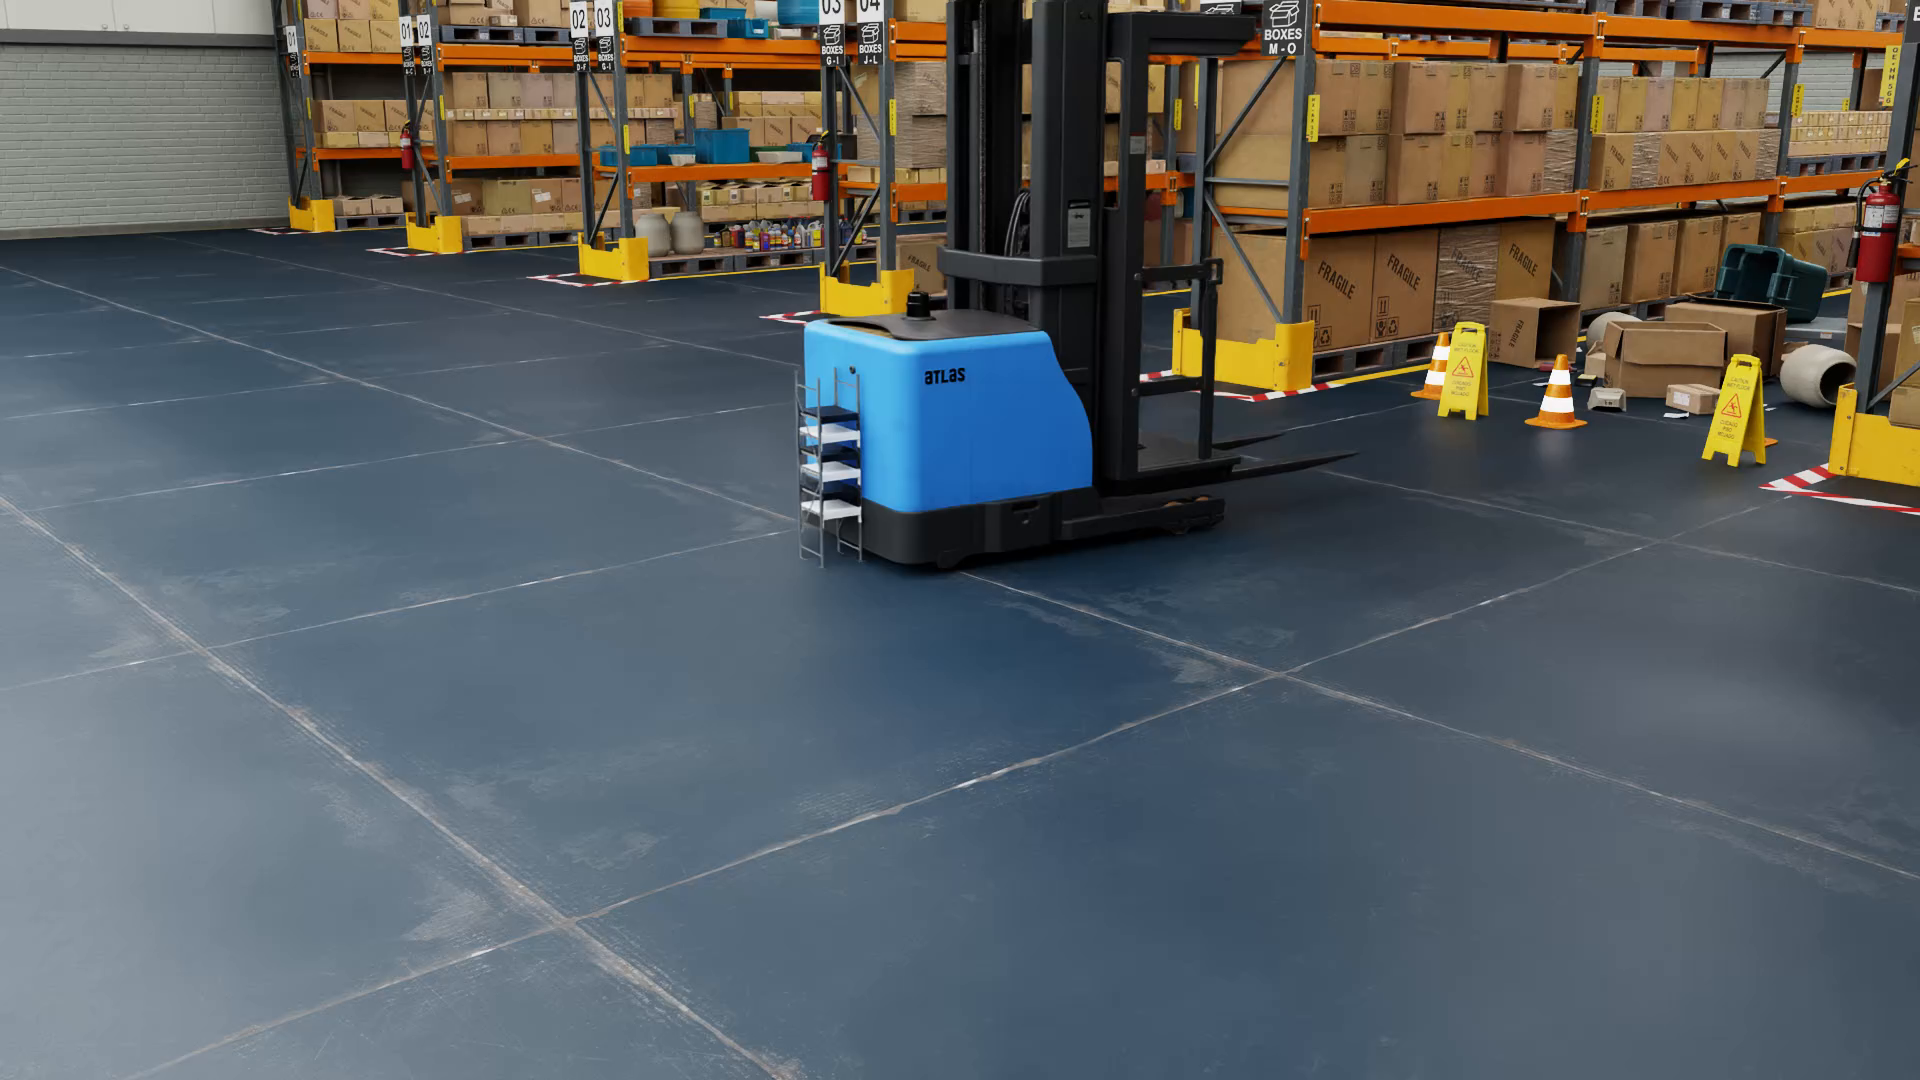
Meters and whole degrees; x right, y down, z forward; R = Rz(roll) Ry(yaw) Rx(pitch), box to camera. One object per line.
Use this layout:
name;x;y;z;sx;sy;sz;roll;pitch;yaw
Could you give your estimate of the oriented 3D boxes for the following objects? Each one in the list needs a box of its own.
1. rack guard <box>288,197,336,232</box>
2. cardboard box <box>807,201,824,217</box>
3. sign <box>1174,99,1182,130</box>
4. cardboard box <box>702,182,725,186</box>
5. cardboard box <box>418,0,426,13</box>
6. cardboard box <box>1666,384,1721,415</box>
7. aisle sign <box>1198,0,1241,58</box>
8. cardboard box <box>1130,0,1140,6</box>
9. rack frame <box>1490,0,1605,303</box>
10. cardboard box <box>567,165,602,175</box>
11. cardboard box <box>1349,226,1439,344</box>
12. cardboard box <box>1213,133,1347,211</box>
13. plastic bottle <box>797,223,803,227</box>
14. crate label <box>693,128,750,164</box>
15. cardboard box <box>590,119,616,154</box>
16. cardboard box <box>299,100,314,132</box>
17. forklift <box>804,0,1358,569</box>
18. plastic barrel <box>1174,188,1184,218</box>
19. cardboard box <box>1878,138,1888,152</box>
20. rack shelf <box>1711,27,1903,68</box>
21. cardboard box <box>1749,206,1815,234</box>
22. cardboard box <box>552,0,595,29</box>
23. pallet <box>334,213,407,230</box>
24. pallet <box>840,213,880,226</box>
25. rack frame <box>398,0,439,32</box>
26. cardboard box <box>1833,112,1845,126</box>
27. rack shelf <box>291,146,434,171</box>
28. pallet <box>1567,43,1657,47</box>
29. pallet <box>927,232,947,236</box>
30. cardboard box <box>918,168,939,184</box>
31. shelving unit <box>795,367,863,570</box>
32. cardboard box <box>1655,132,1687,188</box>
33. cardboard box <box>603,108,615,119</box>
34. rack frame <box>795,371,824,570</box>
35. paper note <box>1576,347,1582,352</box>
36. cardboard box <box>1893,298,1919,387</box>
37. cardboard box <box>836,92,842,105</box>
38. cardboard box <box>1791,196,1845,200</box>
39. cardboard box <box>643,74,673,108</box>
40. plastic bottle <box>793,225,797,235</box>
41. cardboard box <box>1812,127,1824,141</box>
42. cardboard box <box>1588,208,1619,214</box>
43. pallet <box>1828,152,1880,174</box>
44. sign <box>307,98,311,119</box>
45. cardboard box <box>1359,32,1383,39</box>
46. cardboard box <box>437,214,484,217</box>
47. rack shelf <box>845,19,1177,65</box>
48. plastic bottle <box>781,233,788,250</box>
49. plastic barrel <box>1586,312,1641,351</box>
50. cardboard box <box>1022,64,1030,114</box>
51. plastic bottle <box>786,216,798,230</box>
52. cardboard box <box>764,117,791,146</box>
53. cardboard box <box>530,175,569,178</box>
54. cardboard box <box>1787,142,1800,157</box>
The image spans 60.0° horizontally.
rack guard;-10.690;-5.376;27.408;0.348;0.500;1.175;-13;19;-39
cardboard box;-2.462;-5.528;27.646;0.500;0.250;0.500;-12;19;-38
sign;2.387;-4.670;18.242;0.005;0.325;0.100;-13;19;-39
cardboard box;-3.969;-5.644;26.995;0.500;0.311;0.500;-12;19;-38
cardboard box;-8.723;-8.916;27.833;0.500;0.500;0.500;-14;20;-41
cardboard box;5.175;-0.987;11.655;0.250;0.149;0.380;-3;15;-11
aisle sign;1.937;-3.998;12.366;0.004;0.787;0.394;-13;19;-39
cardboard box;1.708;-5.786;17.805;0.250;0.149;0.380;-12;19;-39
rack frame;5.205;-3.373;15.065;0.127;3.000;1.000;-13;19;-39
cardboard box;-6.855;-6.819;30.504;0.500;0.250;0.500;-13;20;-41
cardboard box;3.318;-2.149;13.786;0.875;0.875;0.875;-13;20;-40
cardboard box;2.438;-2.839;12.777;0.550;0.550;0.875;-13;19;-39
plastic bottle;-2.138;-4.110;22.260;0.097;0.271;0.097;0;15;0
crate label;-3.033;-5.024;21.177;0.616;0.435;0.502;-13;19;-39
cardboard box;-5.580;-6.082;25.013;0.500;0.500;0.700;-12;19;-39
cardboard box;-10.531;-6.992;27.411;0.500;0.500;0.500;-13;20;-40
forklift;0.747;-1.548;8.367;3.031;2.935;1.130;-9;18;-31
plastic barrel;3.369;-5.389;26.620;0.421;0.512;0.421;0;15;0
cardboard box;10.496;-4.576;19.240;0.250;0.149;0.380;-14;20;-42
rack shelf;9.731;-5.491;18.576;4.000;0.370;1.077;-13;19;-39
cardboard box;8.902;-3.478;18.034;0.500;0.250;0.500;-14;20;-42
cardboard box;-5.800;-7.800;24.541;0.637;0.503;0.797;-10;18;-33
pallet;-10.054;-5.367;27.935;1.213;0.211;1.003;-13;19;-39
pallet;-2.104;-5.483;28.369;1.213;0.211;1.003;-13;19;-39
rack frame;-7.492;-8.506;22.655;0.127;3.000;1.000;-13;19;-39
cardboard box;9.490;-4.638;18.320;0.250;0.149;0.380;-12;19;-37
rack shelf;-9.238;-6.562;28.399;4.000;0.370;1.077;-13;19;-39
pallet;9.604;-7.459;24.723;1.213;0.211;1.003;-13;19;-39
pallet;0.262;-4.321;24.018;1.213;0.211;1.003;-13;19;-39
cardboard box;-0.420;-3.597;16.391;0.250;0.149;0.380;-13;19;-39
shelving unit;-0.612;-0.337;7.767;0.210;0.900;0.258;-9;18;-31
cardboard box;6.538;-3.628;15.825;0.500;0.500;0.500;-13;20;-40
cardboard box;-5.308;-6.387;24.897;0.250;0.149;0.380;-13;20;-40
rack frame;-0.698;-0.323;7.715;0.006;0.900;0.240;-9;18;-31
paper note;5.292;-1.649;14.362;0.147;0.020;0.142;2;15;9
cardboard box;5.946;-1.172;9.886;0.500;0.500;0.500;-12;19;-39
cardboard box;-2.656;-8.868;33.374;0.500;0.250;0.500;-12;19;-38
cardboard box;10.109;-3.921;19.695;0.500;0.250;0.500;-12;19;-38
cardboard box;-4.805;-6.884;25.500;0.500;0.500;0.700;-13;19;-39
plastic bottle;-2.107;-3.962;21.680;0.133;0.283;0.061;-13;19;-39
cardboard box;9.121;-4.411;18.047;0.250;0.149;0.380;-13;20;-41
cardboard box;9.290;-5.136;24.969;0.875;0.875;0.875;-13;19;-39
pallet;9.689;-4.301;18.912;1.213;0.211;1.003;-13;19;-39
sign;-10.391;-6.884;26.530;0.005;0.325;0.100;-13;19;-39
cardboard box;4.845;-6.282;20.433;0.500;0.250;0.500;-13;19;-39
cardboard box;-7.282;-4.630;24.286;0.500;0.250;0.500;-13;19;-39
rack shelf;0.516;-5.118;17.181;4.000;0.370;1.077;-13;19;-39
plastic bottle;-2.263;-3.841;21.388;0.097;0.201;0.097;0;15;0
plastic barrel;5.356;-1.637;13.560;0.421;0.421;0.512;0;15;-1
cardboard box;0.360;-4.562;16.807;0.500;0.500;0.500;-13;19;-39
plastic bottle;-2.250;-4.165;22.310;0.185;0.351;0.144;-14;20;-42
cardboard box;-3.110;-6.634;27.080;0.500;0.500;0.500;-13;19;-39
cardboard box;-6.160;-5.249;25.151;0.500;0.500;0.500;-13;19;-39
cardboard box;8.692;-4.169;17.717;0.250;0.149;0.380;-13;20;-40
